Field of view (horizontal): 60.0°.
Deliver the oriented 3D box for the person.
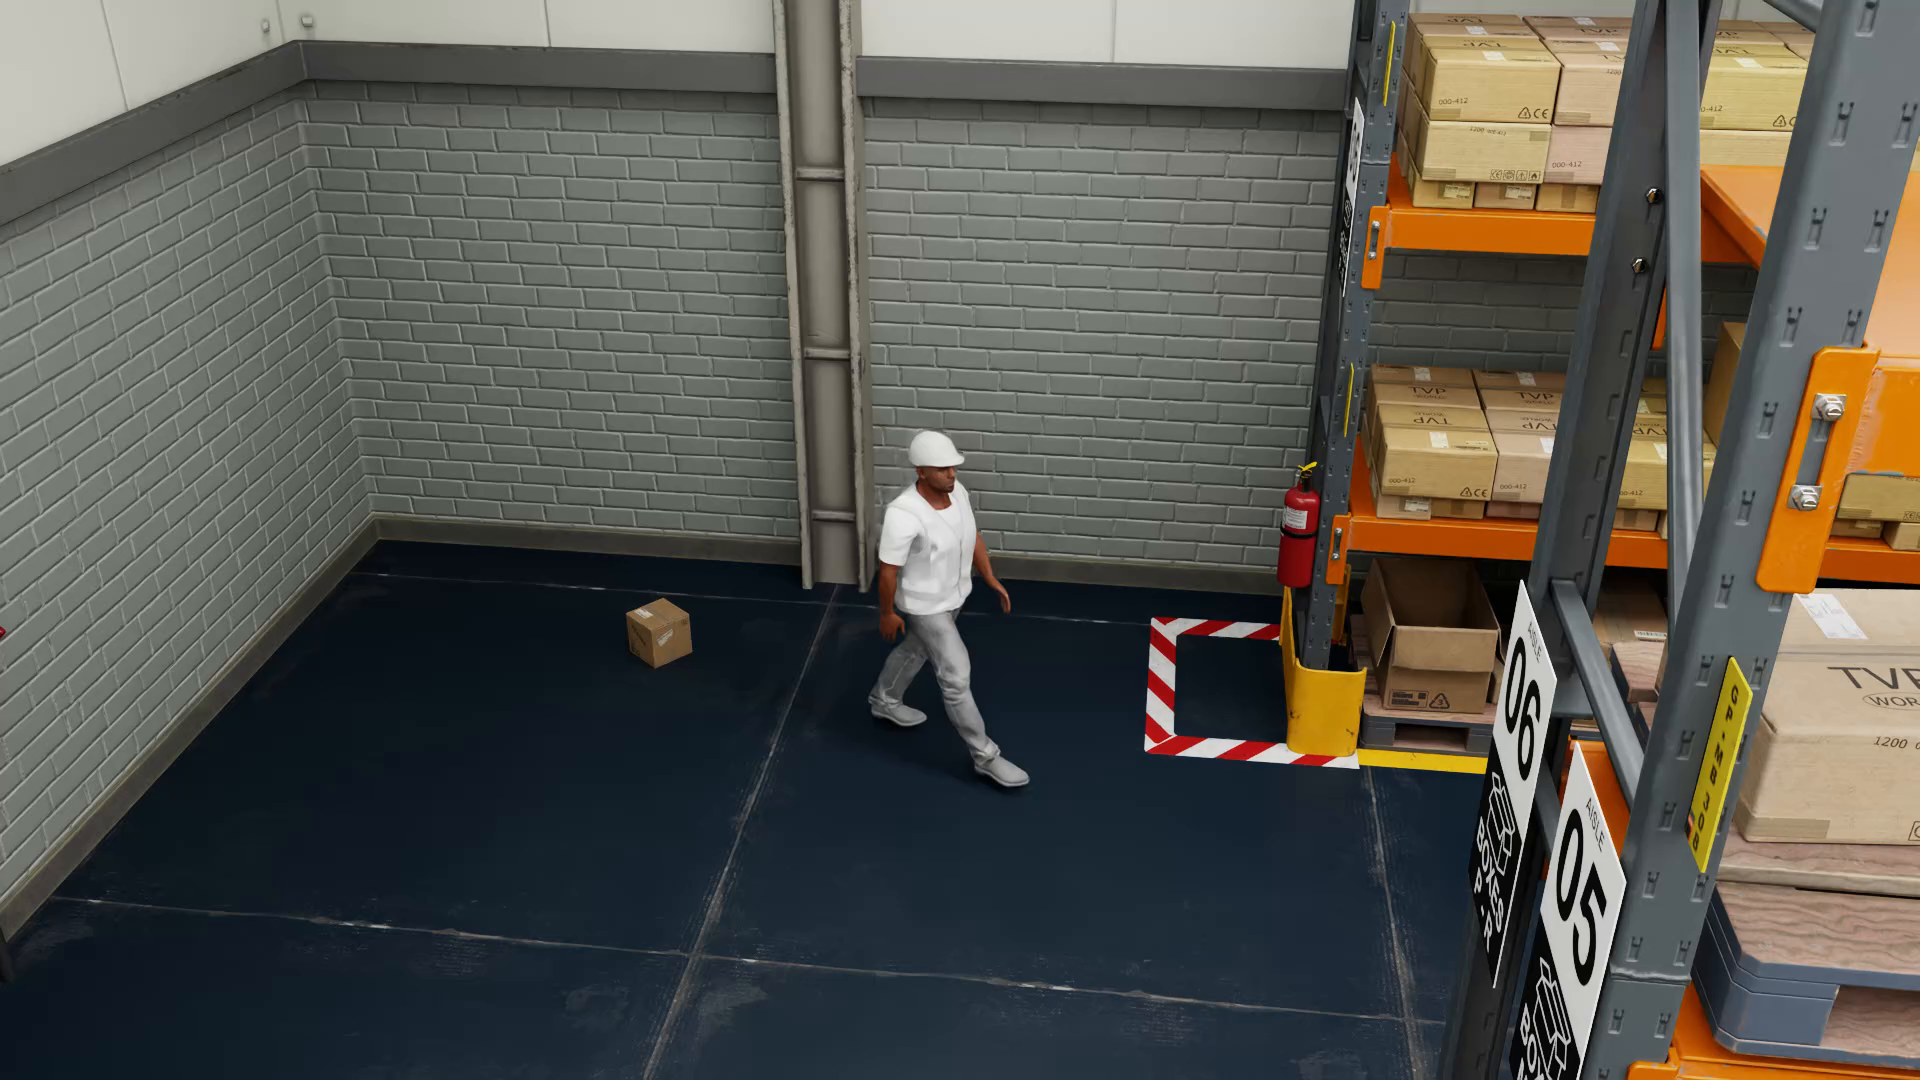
[{"bbox_3d":[-0.042,0.280,8.033,1.025,1.705,0.582,16,32,27],"label":"person"}]
